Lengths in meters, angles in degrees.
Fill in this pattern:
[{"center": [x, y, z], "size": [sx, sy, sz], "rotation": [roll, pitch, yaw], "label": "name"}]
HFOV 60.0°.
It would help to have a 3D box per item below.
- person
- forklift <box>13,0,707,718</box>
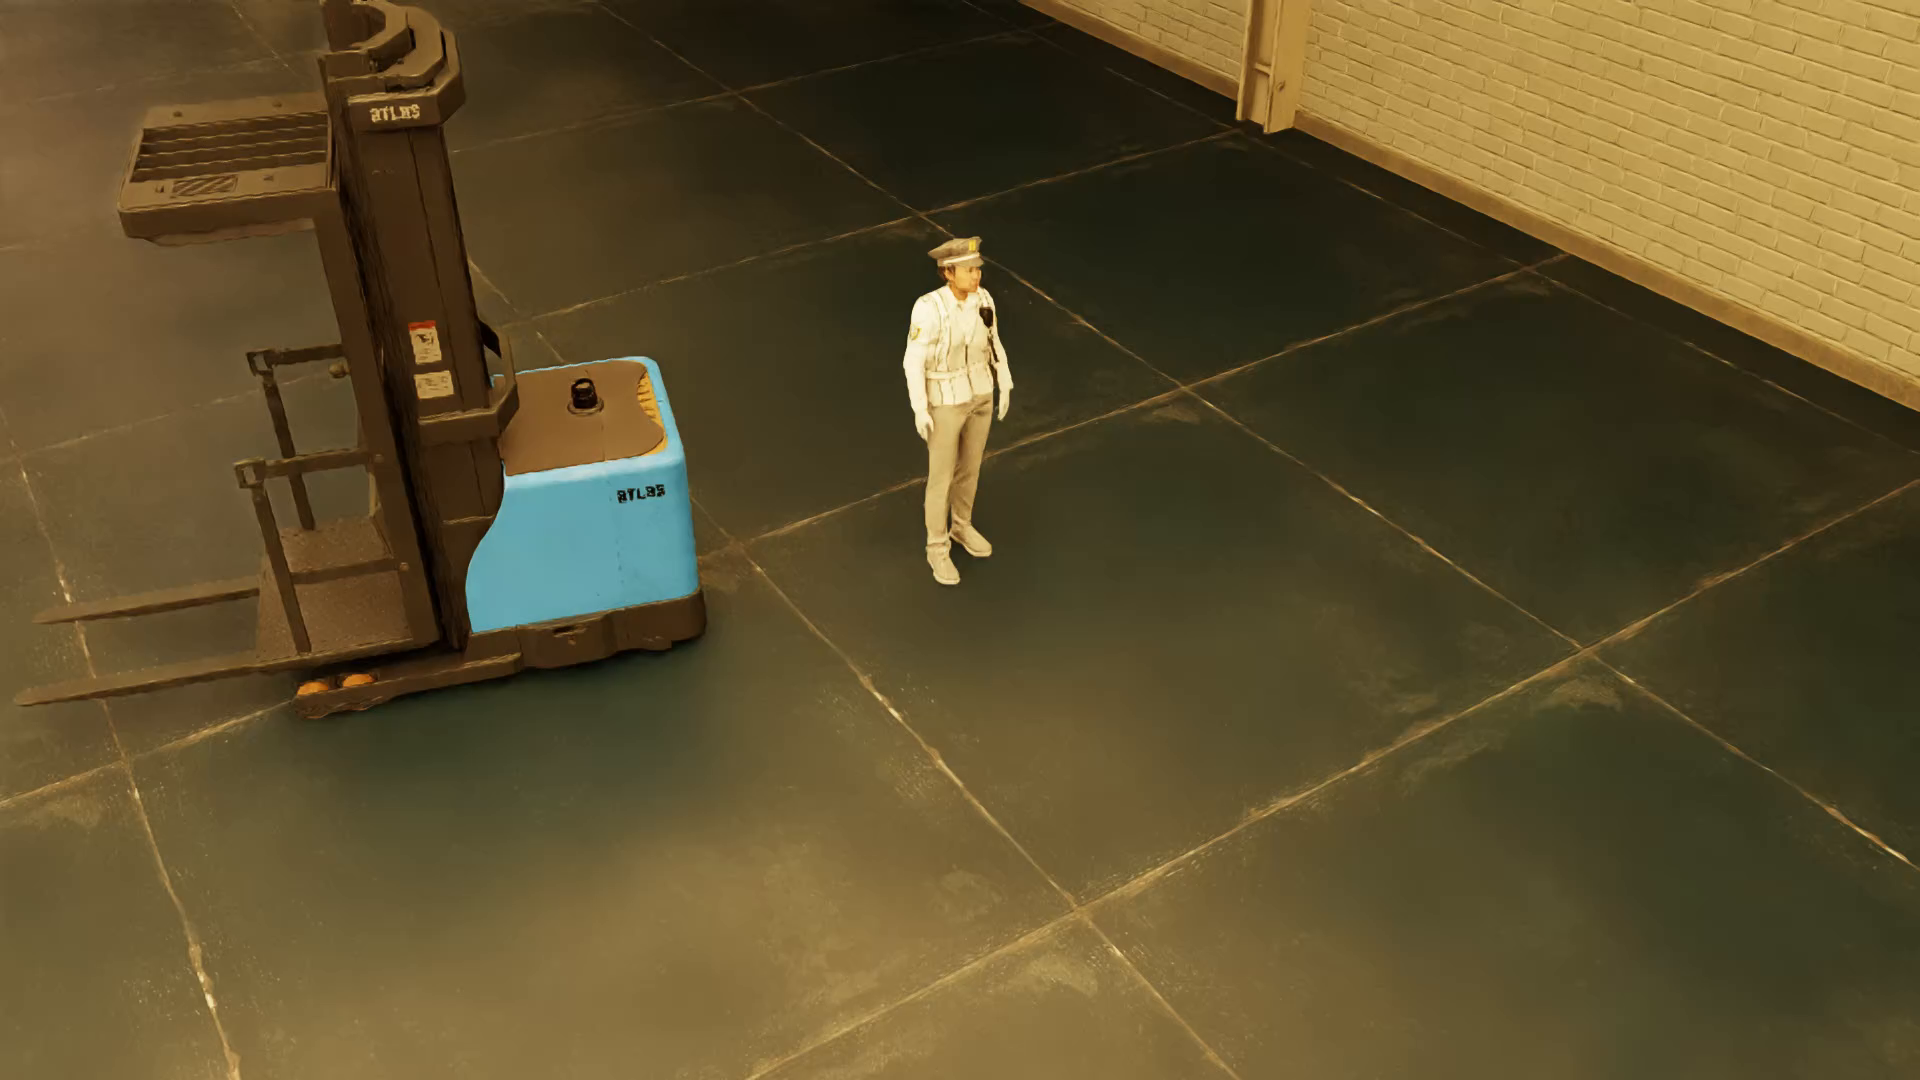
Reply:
[{"center": [0.031, -0.665, 8.156], "size": [0.586, 1.695, 0.532], "rotation": [-21, 40, -27], "label": "person"}, {"center": [-2.793, -0.730, 7.187], "size": [3.031, 2.935, 1.130], "rotation": [-10, 36, -13], "label": "forklift"}]
